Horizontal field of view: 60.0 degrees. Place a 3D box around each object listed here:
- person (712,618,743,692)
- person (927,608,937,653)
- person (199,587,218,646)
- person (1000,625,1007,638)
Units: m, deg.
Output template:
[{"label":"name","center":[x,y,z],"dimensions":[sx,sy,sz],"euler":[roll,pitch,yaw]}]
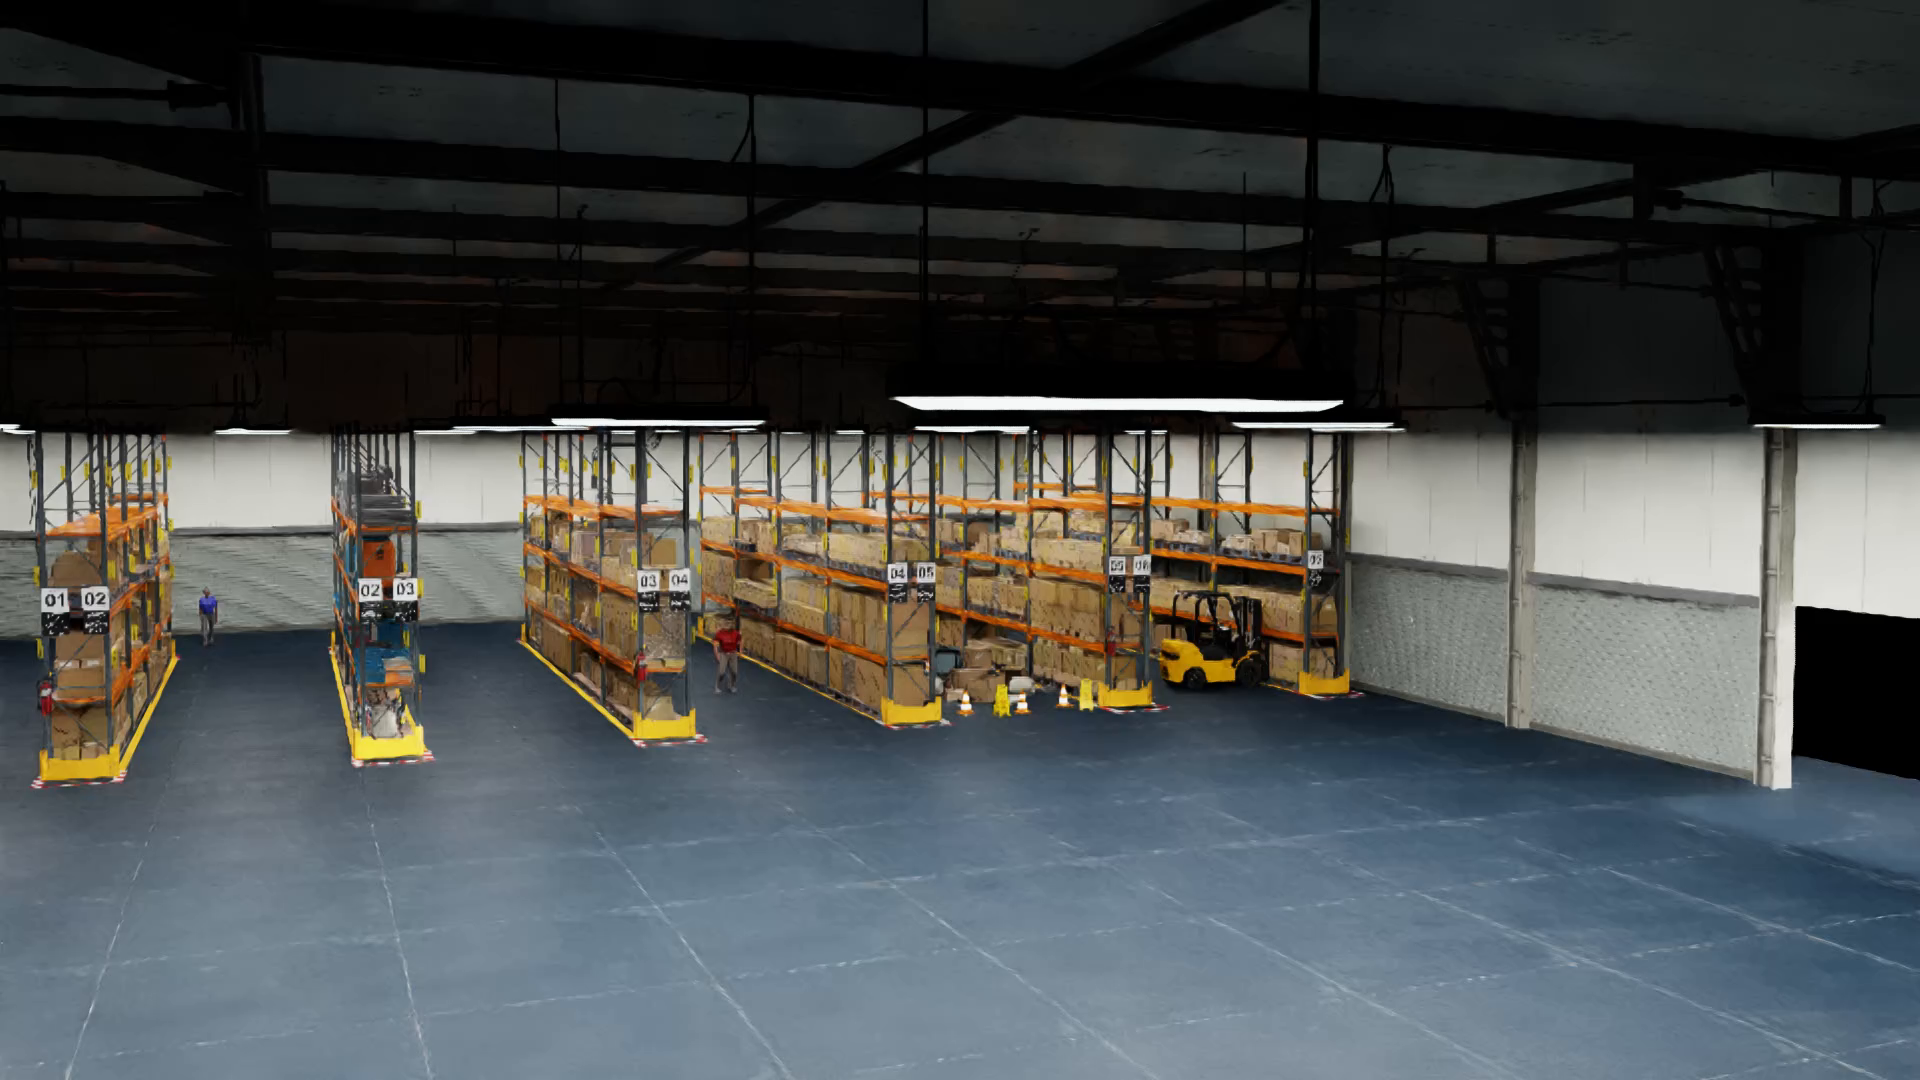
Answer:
[{"label":"person","center":[-5.181,2.572,37.101],"dimensions":[0.682,1.676,0.535],"euler":[-2,4,-23]},{"label":"person","center":[-0.830,2.203,42.014],"dimensions":[0.587,1.763,0.677],"euler":[0,4,1]},{"label":"person","center":[-20.540,2.078,45.467],"dimensions":[0.463,1.596,0.998],"euler":[-2,4,-23]},{"label":"person","center":[1.029,1.947,45.937],"dimensions":[0.636,1.775,0.677],"euler":[1,4,9]}]
